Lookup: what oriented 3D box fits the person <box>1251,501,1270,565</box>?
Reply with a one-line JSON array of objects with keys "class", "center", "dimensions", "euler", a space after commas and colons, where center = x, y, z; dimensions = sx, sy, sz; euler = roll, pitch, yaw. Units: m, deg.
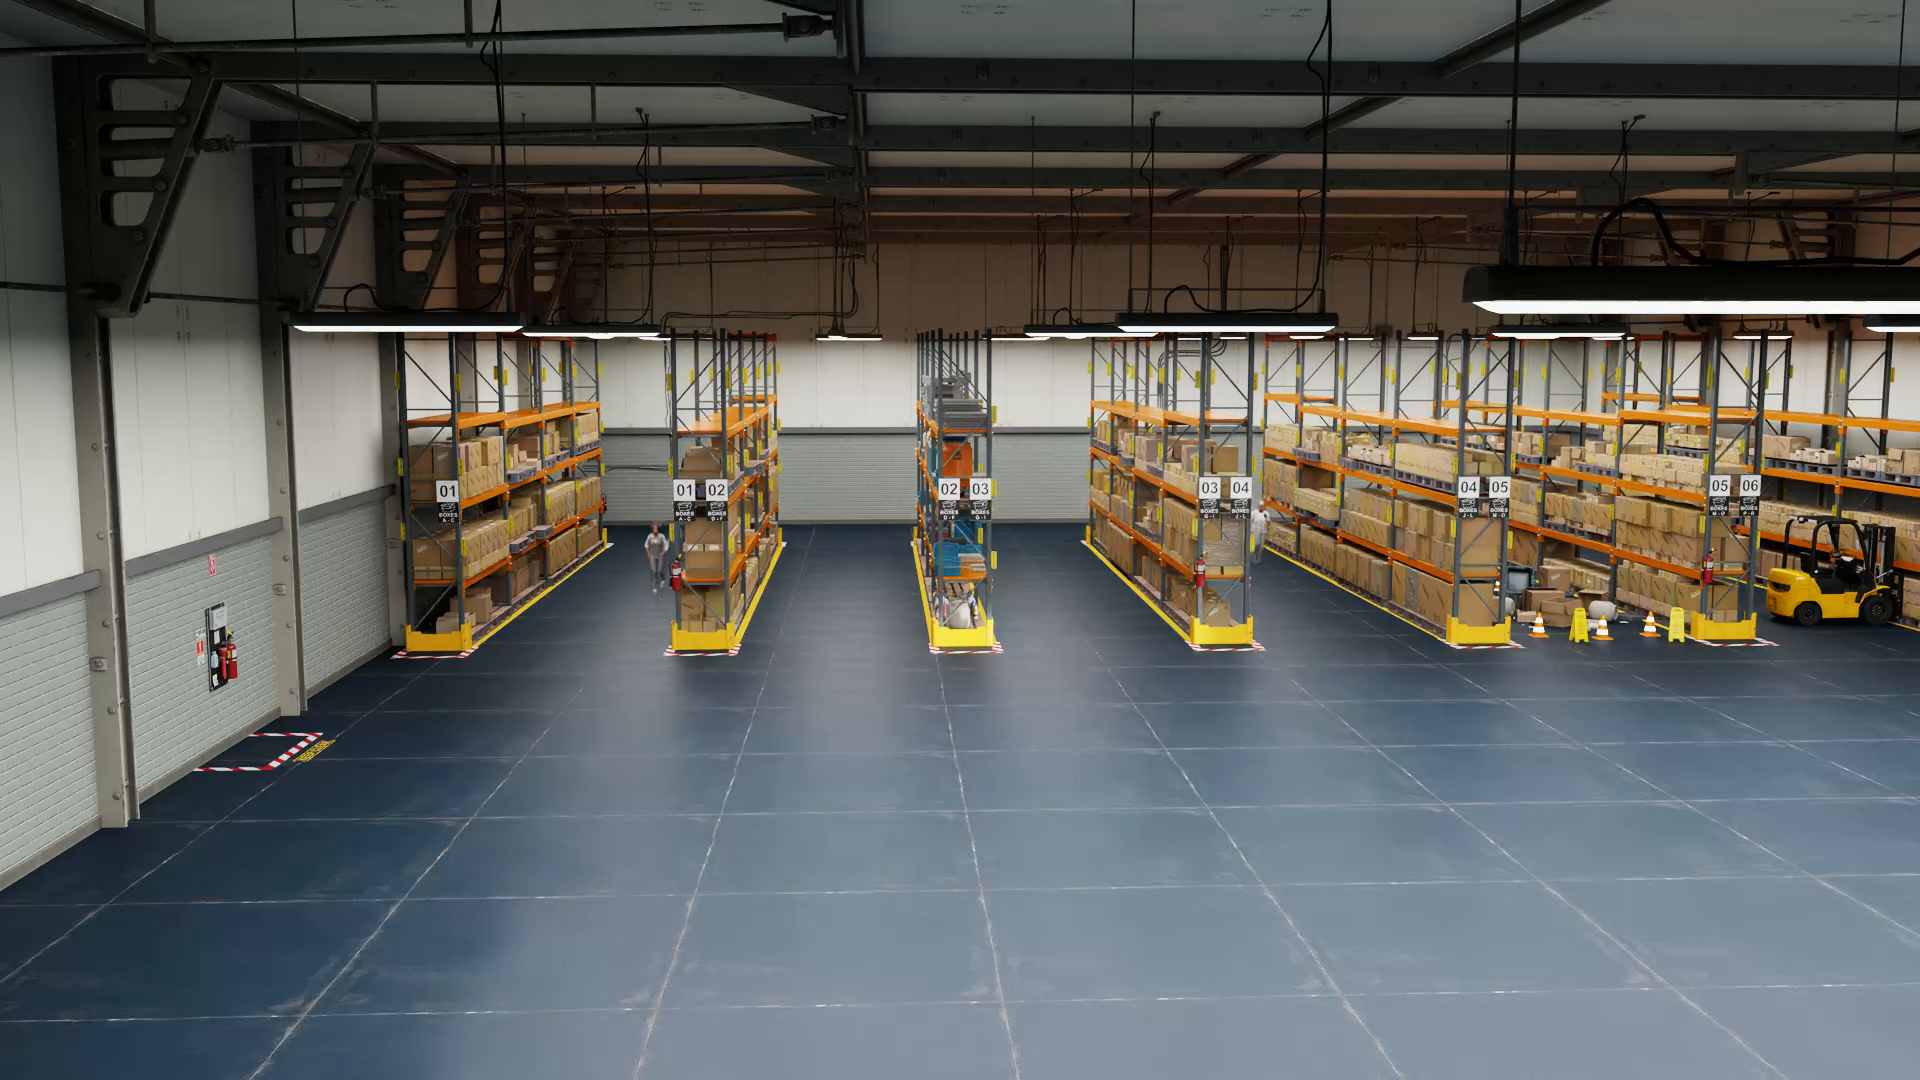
[{"class": "person", "center": [7.816, -0.179, 43.318], "dimensions": [0.500, 1.683, 0.801], "euler": [-1, 7, -7]}]

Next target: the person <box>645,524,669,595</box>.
[{"class": "person", "center": [-6.994, 0.420, 38.417], "dimensions": [0.558, 1.604, 0.800], "euler": [0, 7, 0]}]
